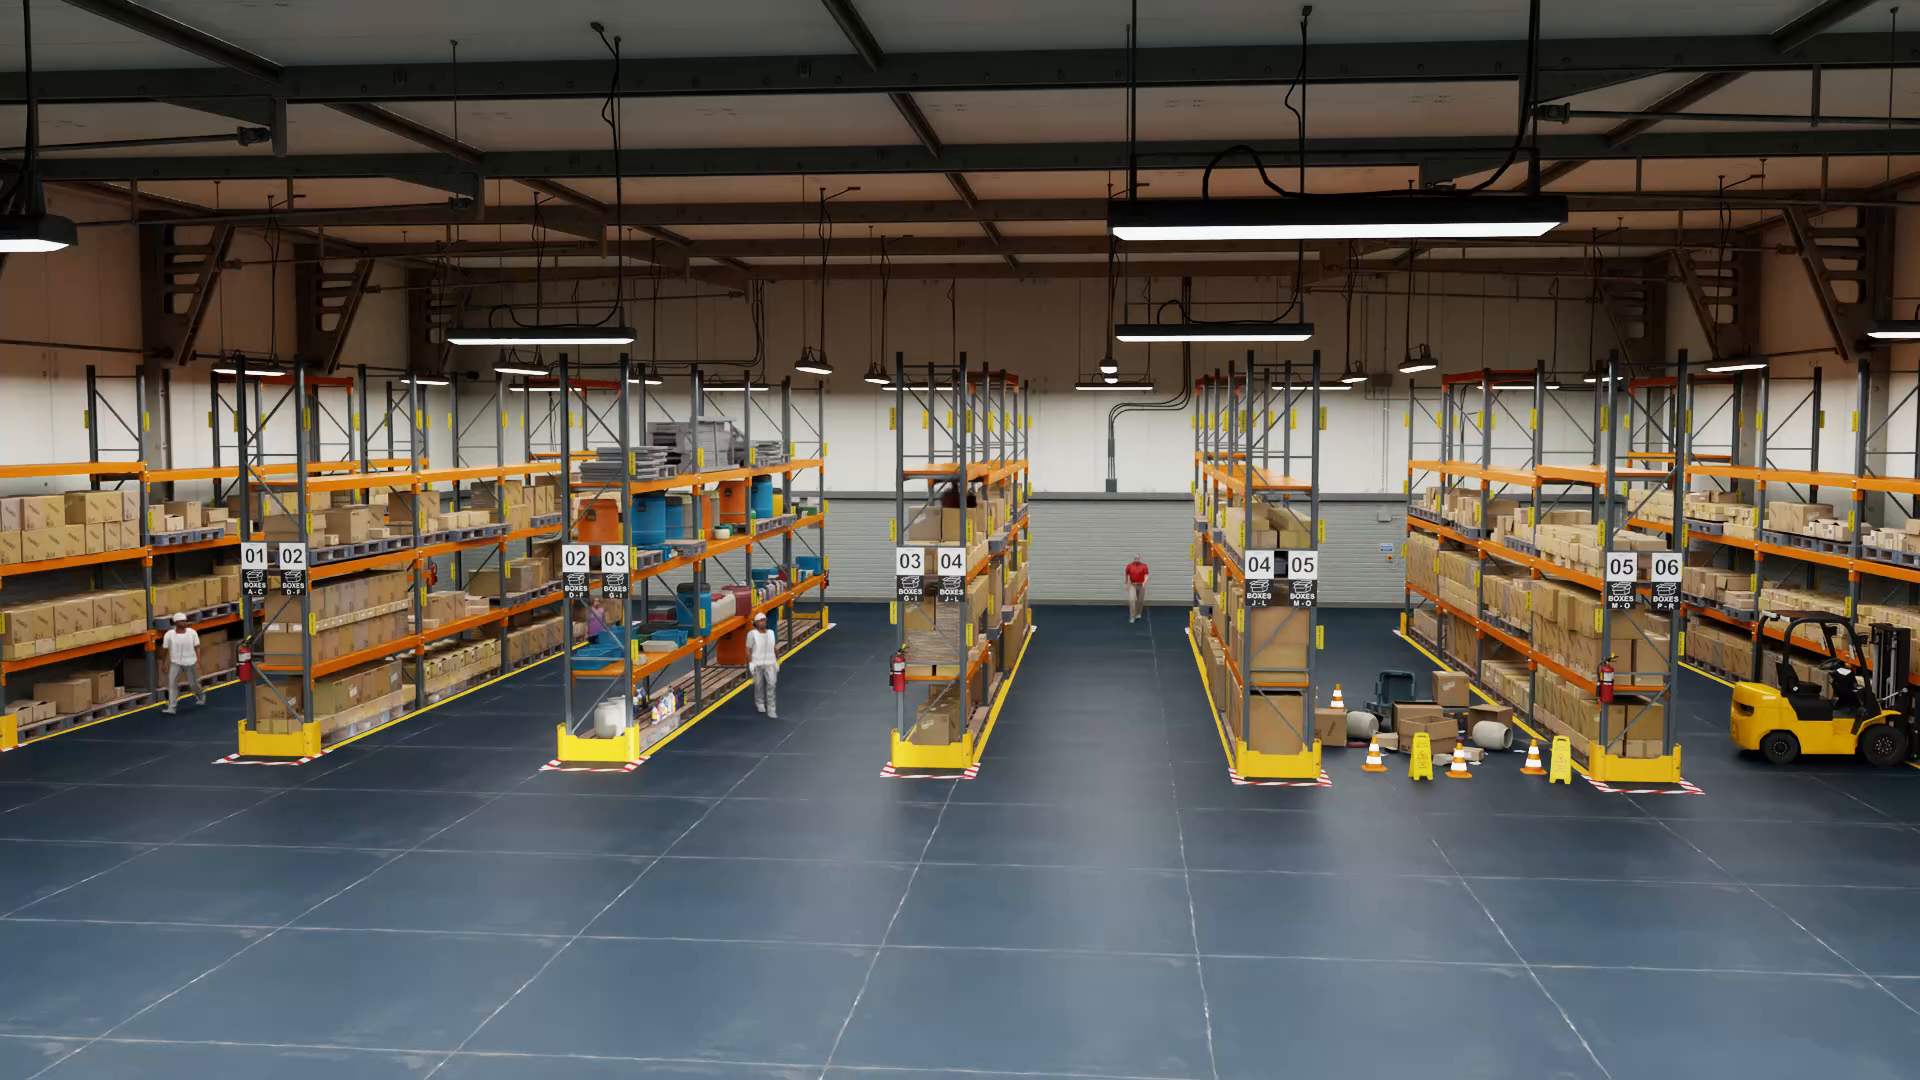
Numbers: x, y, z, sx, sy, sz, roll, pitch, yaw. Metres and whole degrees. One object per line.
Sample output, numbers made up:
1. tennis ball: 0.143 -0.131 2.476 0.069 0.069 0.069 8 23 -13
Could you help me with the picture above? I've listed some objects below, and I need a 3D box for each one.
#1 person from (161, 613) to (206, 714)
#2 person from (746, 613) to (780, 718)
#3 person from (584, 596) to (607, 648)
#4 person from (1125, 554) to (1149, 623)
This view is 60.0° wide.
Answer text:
1. person: -13.403 2.113 28.673 0.682 1.727 1.035 0 4 0
2. person: -3.343 2.107 28.194 0.577 1.719 0.991 -1 4 -7
3. person: -7.210 1.879 32.957 0.390 1.550 0.865 1 4 11
4. person: 4.443 1.213 41.822 0.601 1.740 0.923 0 4 6
